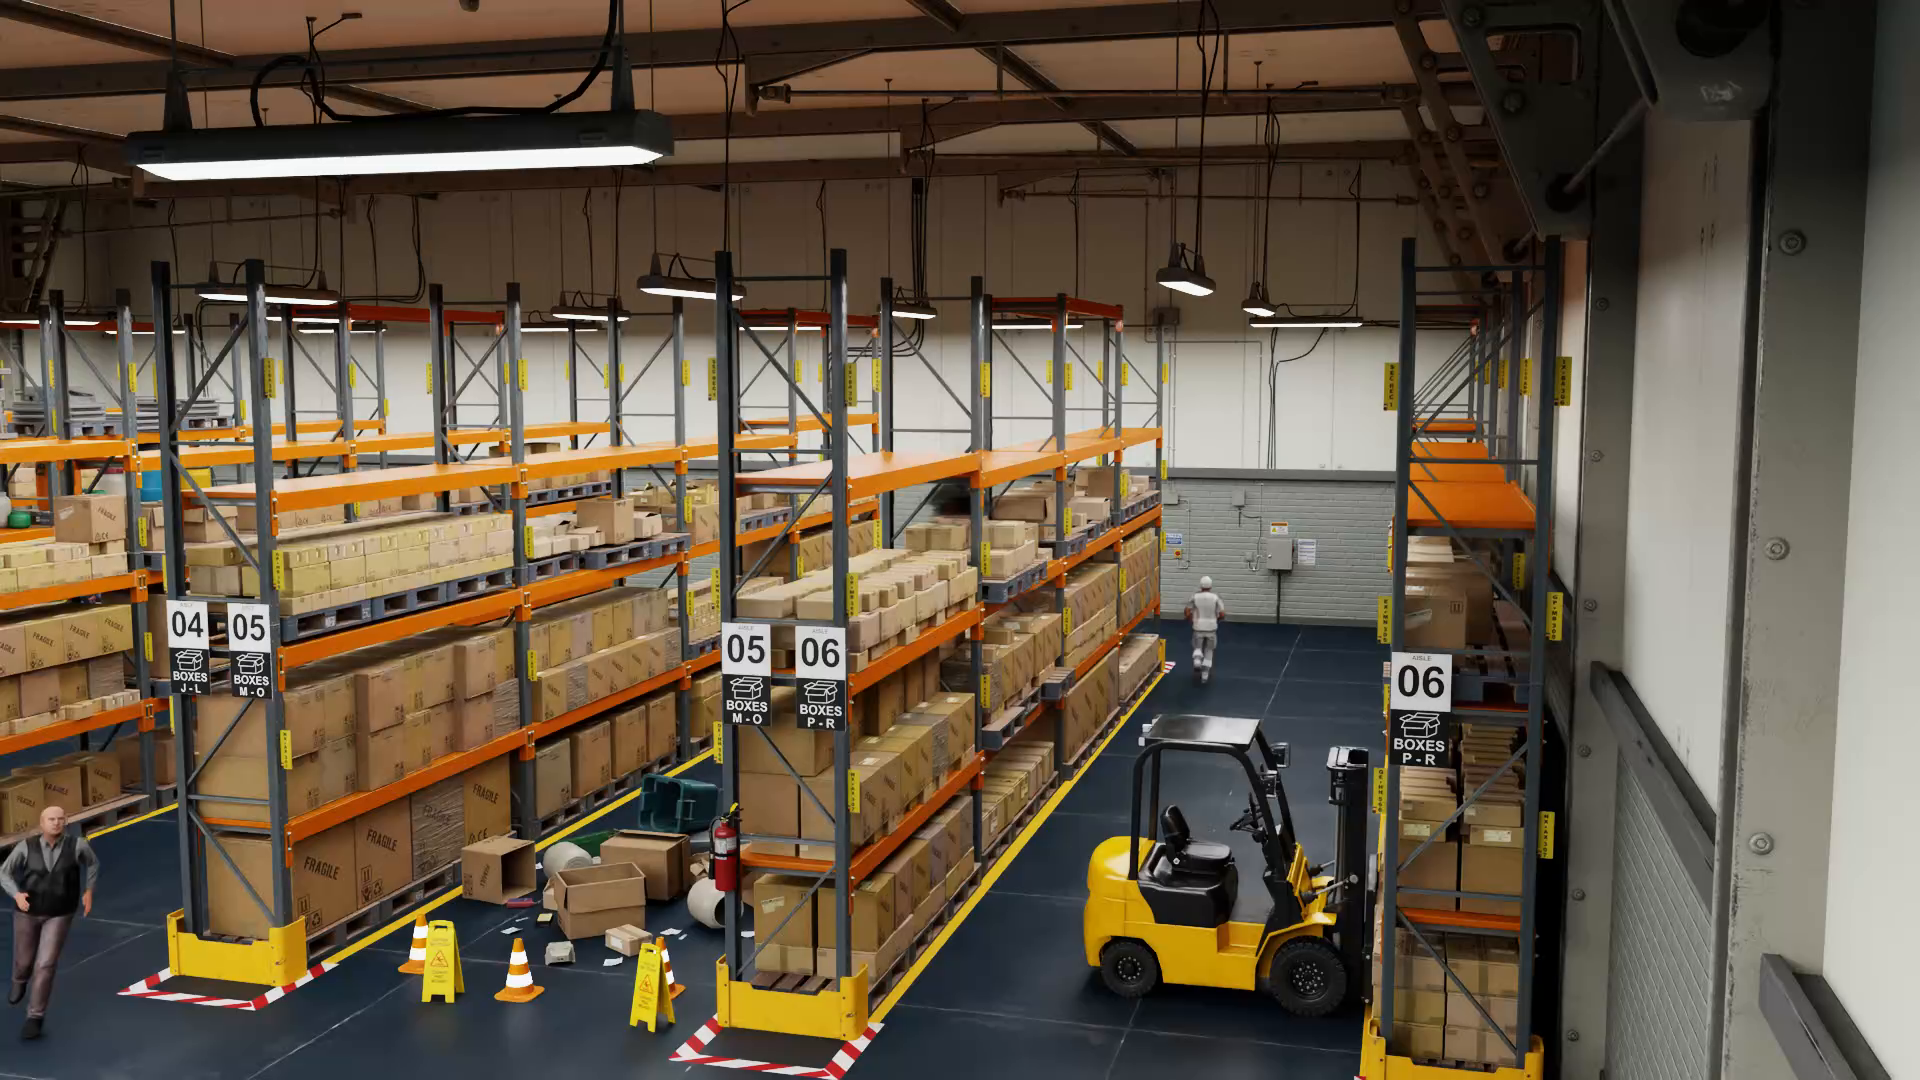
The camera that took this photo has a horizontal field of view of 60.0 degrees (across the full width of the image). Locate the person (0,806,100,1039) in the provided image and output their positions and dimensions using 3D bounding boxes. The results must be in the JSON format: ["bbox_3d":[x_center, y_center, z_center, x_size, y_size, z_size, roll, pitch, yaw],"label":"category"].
[{"bbox_3d":[-7.163,2.938,13.094,0.719,1.683,0.937,-3,7,-25],"label":"person"}]

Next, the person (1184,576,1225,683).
[{"bbox_3d":[3.972,1.443,27.001,0.650,1.739,0.605,1,6,12],"label":"person"}]
